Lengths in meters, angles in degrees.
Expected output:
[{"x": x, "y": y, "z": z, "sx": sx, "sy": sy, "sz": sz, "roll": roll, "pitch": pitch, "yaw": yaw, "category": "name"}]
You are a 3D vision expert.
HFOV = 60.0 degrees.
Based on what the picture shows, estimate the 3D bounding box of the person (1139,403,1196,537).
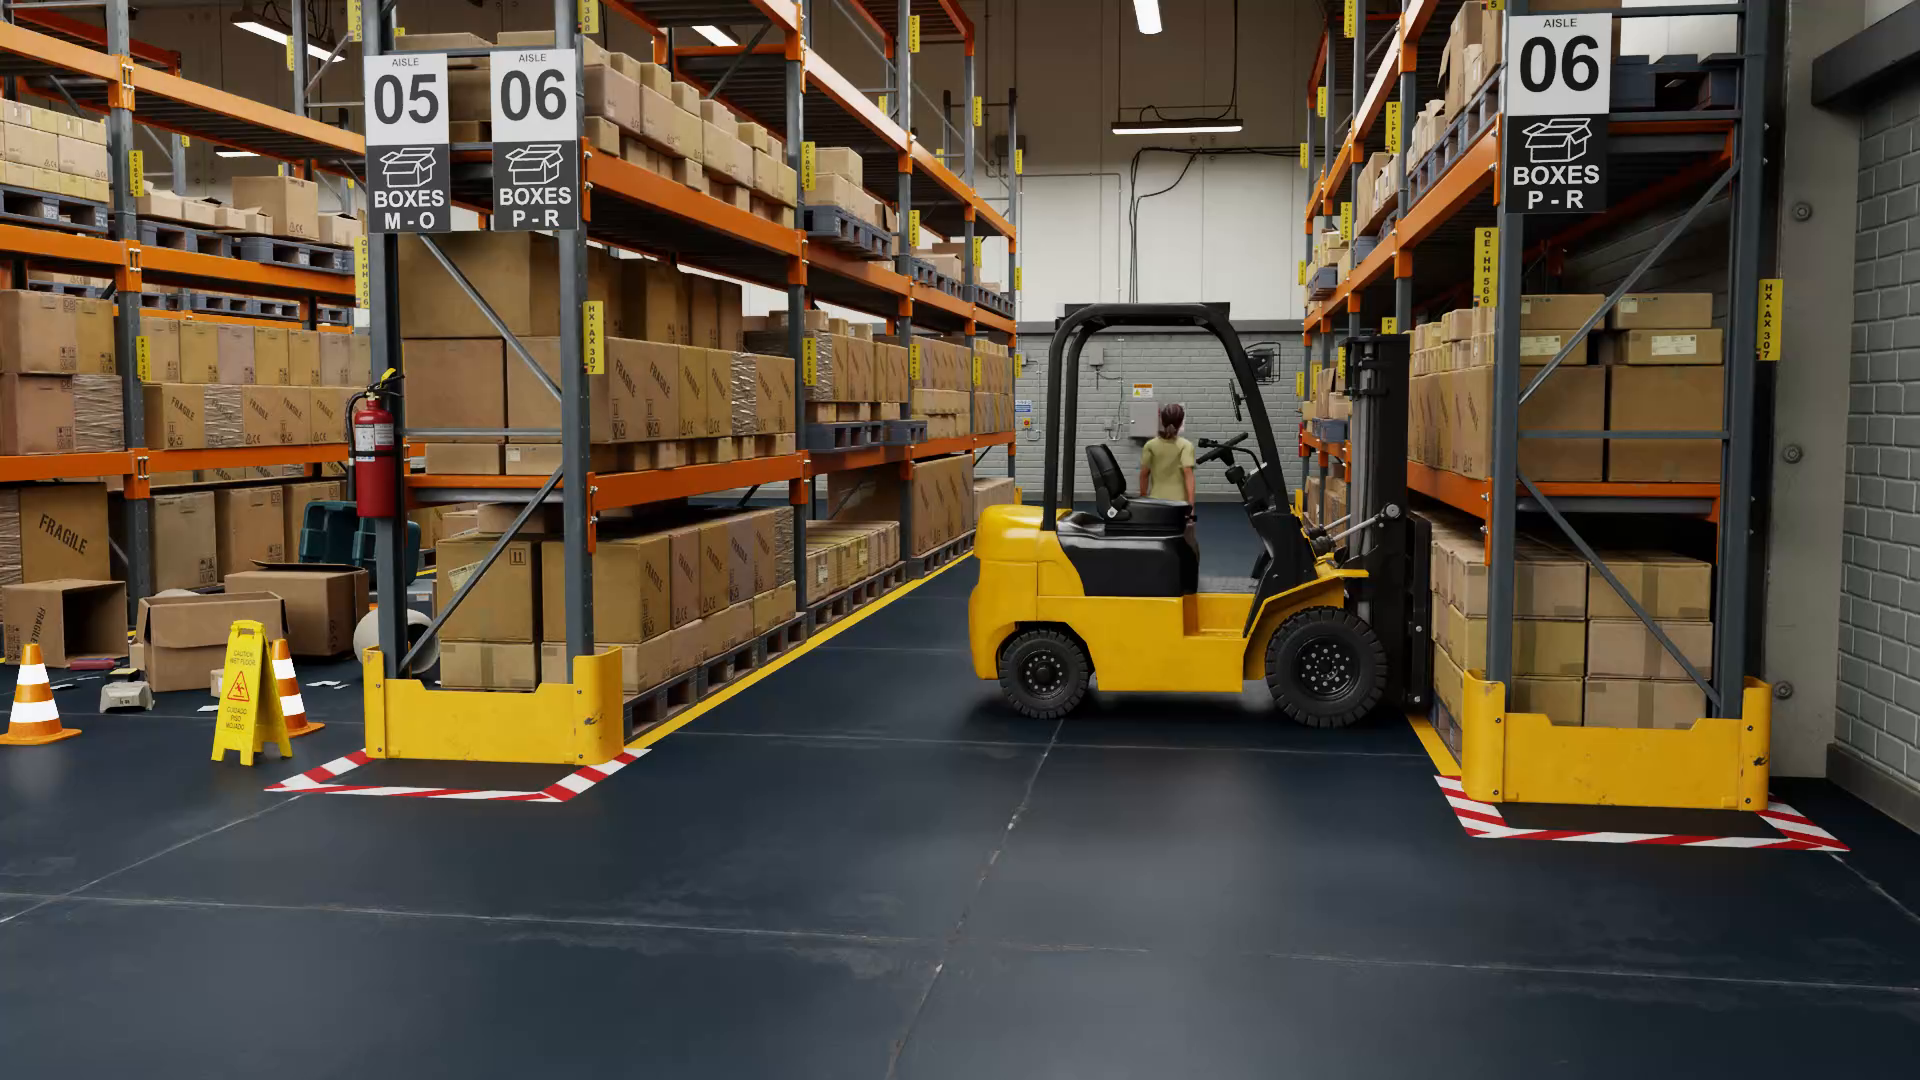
[{"x": 1.659, "y": -0.271, "z": 13.112, "sx": 0.481, "sy": 1.610, "sz": 1.002, "roll": 1, "pitch": 5, "yaw": 18, "category": "person"}]
